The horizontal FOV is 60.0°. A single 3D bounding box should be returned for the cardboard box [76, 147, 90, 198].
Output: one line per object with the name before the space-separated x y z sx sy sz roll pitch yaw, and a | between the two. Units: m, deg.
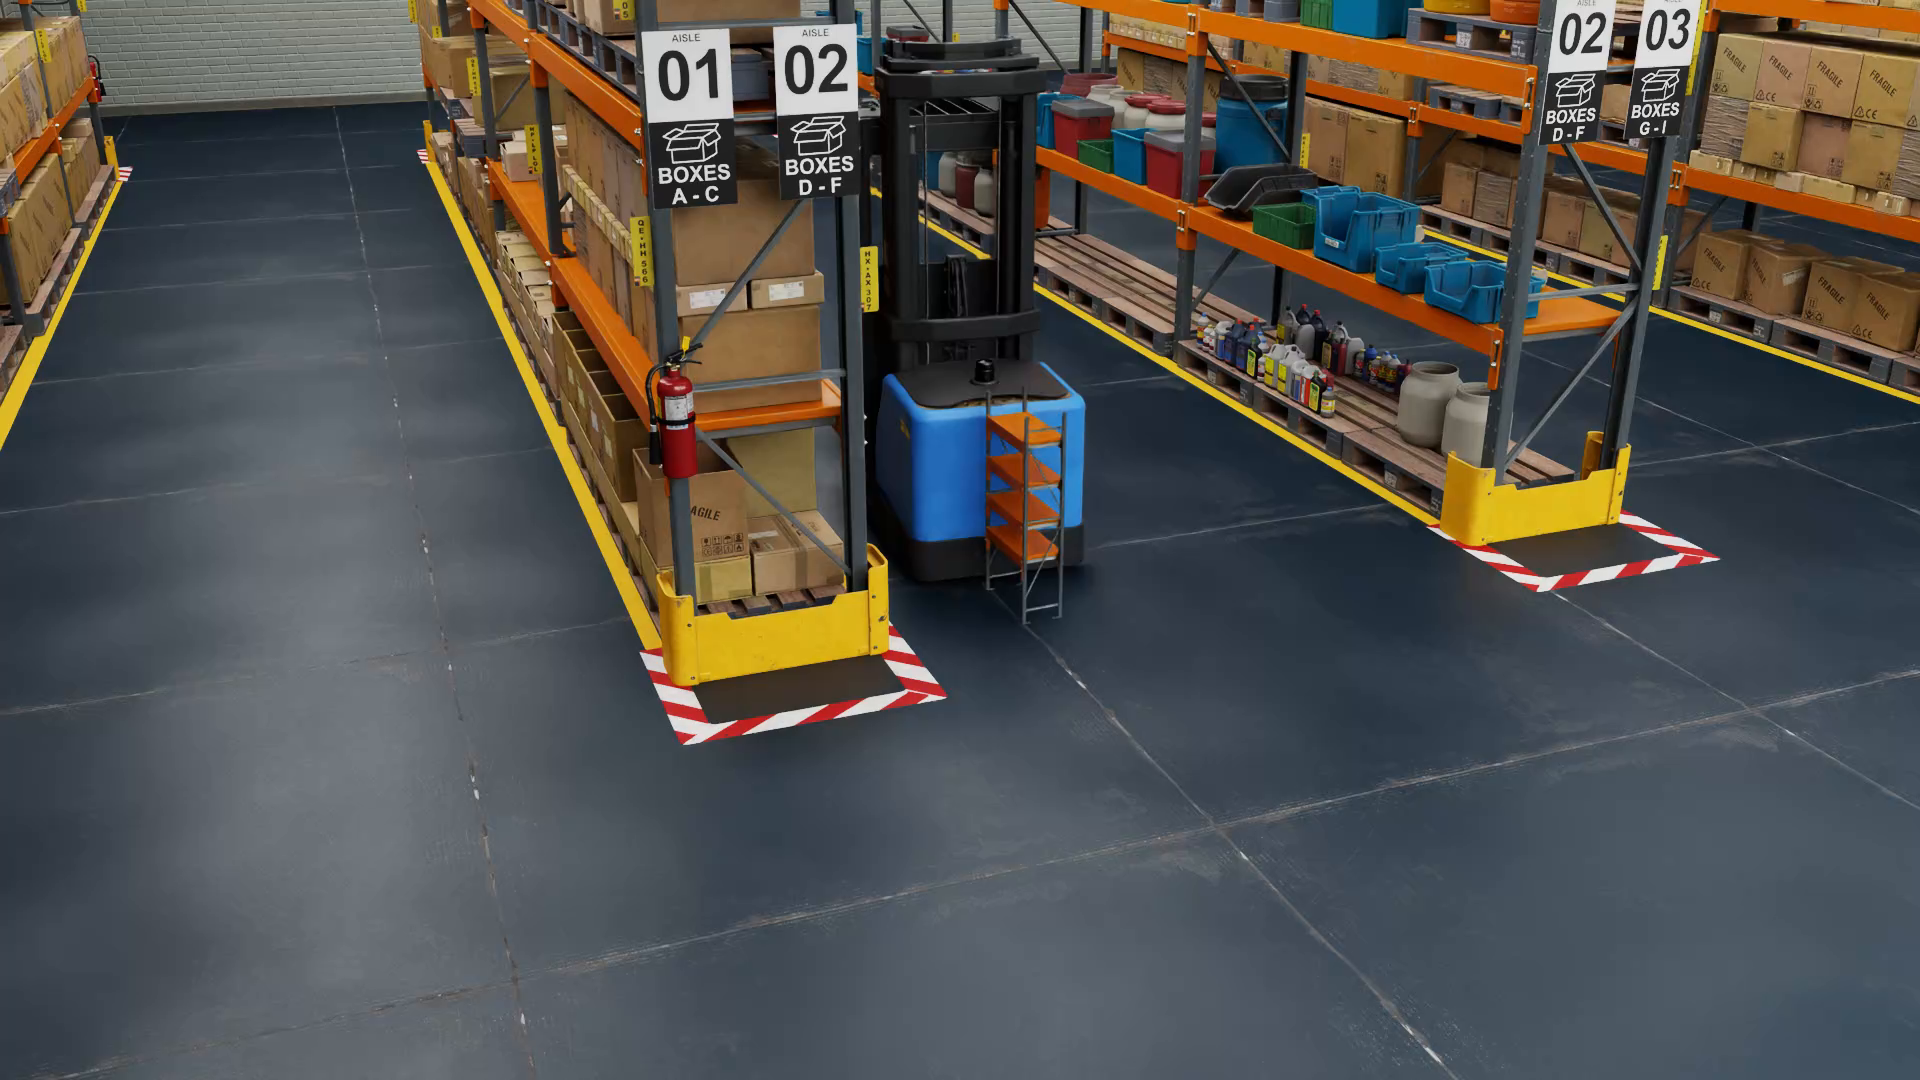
cardboard box | -10.369 -4.156 18.927 0.700 0.500 0.500 -8 24 -18

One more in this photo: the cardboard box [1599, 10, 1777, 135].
cardboard box | 6.732 -4.369 15.441 1.000 1.000 1.000 -8 24 -19

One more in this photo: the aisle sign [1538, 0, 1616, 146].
aisle sign | 3.408 -2.589 9.184 0.394 0.787 0.004 -8 24 -19

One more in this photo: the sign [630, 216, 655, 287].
sign | -1.487 -1.353 7.803 0.100 0.325 0.005 -8 24 -19

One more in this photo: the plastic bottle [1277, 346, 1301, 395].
plastic bottle | 2.427 -1.253 12.204 0.144 0.351 0.185 -7 24 -17

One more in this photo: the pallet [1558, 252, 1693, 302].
pallet | 6.605 -2.589 16.120 1.003 0.211 1.213 -8 24 -19

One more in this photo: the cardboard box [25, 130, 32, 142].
cardboard box | -9.129 -3.894 15.924 0.380 0.149 0.250 -8 24 -19

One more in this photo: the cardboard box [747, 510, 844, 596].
cardboard box | -0.956 0.068 9.225 0.500 0.250 0.500 -8 24 -19

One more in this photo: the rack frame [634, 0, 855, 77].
rack frame | -0.975 -3.544 7.073 1.000 3.000 0.127 -8 24 -19

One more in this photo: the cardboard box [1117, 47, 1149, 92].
cardboard box | 2.943 -6.944 25.059 0.875 0.875 0.875 -8 24 -19

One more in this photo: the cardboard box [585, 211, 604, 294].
cardboard box | -2.033 -1.928 10.834 0.700 0.500 0.500 -9 24 -20

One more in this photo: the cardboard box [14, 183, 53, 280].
cardboard box | -8.874 -2.813 15.289 0.750 0.750 0.750 -8 24 -19

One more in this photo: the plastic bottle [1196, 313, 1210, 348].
plastic bottle | 1.950 -1.681 13.323 0.097 0.271 0.097 0 23 0

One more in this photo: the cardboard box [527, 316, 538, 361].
cardboard box | -3.163 -1.641 13.280 0.500 0.250 0.500 -8 24 -18

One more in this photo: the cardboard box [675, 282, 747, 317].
cardboard box | -1.288 -1.238 8.360 0.380 0.149 0.250 -9 24 -20

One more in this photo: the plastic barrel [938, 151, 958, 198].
plastic barrel | -0.036 -4.191 18.993 0.421 0.512 0.421 0 23 0

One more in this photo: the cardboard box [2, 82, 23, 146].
cardboard box | -8.716 -3.782 14.823 0.500 0.500 0.500 -8 24 -19

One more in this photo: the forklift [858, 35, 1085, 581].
forklift | -0.143 -1.660 10.416 1.130 2.935 3.031 -6 24 -14

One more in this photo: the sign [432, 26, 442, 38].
sign | -5.719 -5.462 18.232 0.100 0.325 0.005 -8 24 -19

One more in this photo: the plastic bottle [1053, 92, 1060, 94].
plastic bottle | 0.984 -4.509 17.247 0.152 0.276 0.135 -8 24 -19

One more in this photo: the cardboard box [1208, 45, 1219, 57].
cardboard box | 3.550 -6.542 22.232 0.380 0.149 0.250 -8 24 -18

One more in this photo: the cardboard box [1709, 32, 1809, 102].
cardboard box | 6.802 -4.037 14.166 0.500 0.500 0.500 -8 24 -19

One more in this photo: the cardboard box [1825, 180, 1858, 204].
cardboard box | 7.218 -2.813 13.385 0.380 0.149 0.250 -8 24 -19

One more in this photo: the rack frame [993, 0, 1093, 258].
rack frame | 0.835 -4.365 16.744 1.000 3.000 0.127 -8 24 -19

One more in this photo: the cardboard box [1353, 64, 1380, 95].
cardboard box | 4.891 -5.418 19.114 0.500 0.500 0.500 -9 24 -19

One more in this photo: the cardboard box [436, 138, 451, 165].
cardboard box | -6.347 -4.929 21.057 0.500 0.250 0.500 -8 24 -19

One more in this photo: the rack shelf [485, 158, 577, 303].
rack shelf | -3.094 -2.628 13.550 1.077 0.370 4.000 -8 24 -19

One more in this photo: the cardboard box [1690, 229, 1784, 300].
cardboard box | 6.985 -2.482 14.954 0.500 0.500 0.500 -9 25 -21

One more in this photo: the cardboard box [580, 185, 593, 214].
cardboard box | -2.198 -2.174 10.583 0.380 0.149 0.250 -9 24 -19

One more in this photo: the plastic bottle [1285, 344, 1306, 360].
plastic bottle | 2.491 -1.315 12.449 0.152 0.276 0.135 -8 24 -19

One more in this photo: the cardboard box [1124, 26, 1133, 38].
cardboard box | 2.642 -7.475 24.447 0.380 0.149 0.250 -9 24 -20

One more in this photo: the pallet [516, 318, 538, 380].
pallet | -3.119 -1.655 13.904 1.003 0.211 1.213 -8 24 -19

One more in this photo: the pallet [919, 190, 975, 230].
pallet | 0.090 -3.803 19.002 1.003 0.211 1.213 -8 24 -19

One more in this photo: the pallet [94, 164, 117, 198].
pallet | -10.904 -4.348 20.294 1.003 0.211 1.213 -8 24 -19

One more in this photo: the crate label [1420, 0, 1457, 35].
crate label | 3.309 -3.497 11.015 0.502 0.251 0.408 -8 24 -19

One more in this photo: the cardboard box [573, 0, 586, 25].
cardboard box | -1.824 -2.963 8.951 0.500 0.311 0.500 -5 23 -13

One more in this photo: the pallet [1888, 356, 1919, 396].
pallet | 8.014 -1.180 12.779 1.003 0.211 1.213 -8 24 -19

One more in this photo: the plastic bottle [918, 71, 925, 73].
plastic bottle | -0.444 -5.204 18.895 0.152 0.276 0.135 -8 24 -19

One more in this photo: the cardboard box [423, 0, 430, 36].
cardboard box | -6.173 -6.347 20.031 0.500 0.500 0.500 -9 24 -19

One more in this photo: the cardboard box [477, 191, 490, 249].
cardboard box | -4.533 -3.233 16.711 0.500 0.500 0.500 -9 25 -21

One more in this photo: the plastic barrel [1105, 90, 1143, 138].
plastic barrel | 1.547 -3.919 15.542 0.421 0.512 0.421 0 23 0

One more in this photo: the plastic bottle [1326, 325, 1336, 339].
plastic bottle | 2.909 -1.545 12.984 0.061 0.283 0.133 -7 24 -15

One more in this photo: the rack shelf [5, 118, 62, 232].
rack shelf | -9.140 -3.401 15.383 1.077 0.370 4.000 -8 24 -19

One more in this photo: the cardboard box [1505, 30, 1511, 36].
cardboard box | 8.153 -7.385 24.232 0.380 0.149 0.250 -9 24 -20

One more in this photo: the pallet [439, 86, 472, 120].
pallet | -5.034 -4.746 17.896 1.003 0.211 1.213 -8 24 -19

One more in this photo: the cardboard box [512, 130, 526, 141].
cardboard box | -3.713 -3.507 14.824 0.500 0.311 0.500 -7 24 -16

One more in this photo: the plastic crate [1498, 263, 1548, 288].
plastic crate | 3.646 -1.706 10.775 0.298 0.136 0.250 -8 24 -19

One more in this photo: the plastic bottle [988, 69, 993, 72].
plastic bottle | 0.347 -5.037 18.401 0.144 0.351 0.185 -8 24 -19

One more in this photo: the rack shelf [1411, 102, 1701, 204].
rack shelf | 6.175 -3.986 16.772 1.077 0.370 4.000 -8 24 -19

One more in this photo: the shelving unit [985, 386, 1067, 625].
shelving unit | 0.354 -0.192 9.160 0.258 1.200 0.503 -9 25 -21

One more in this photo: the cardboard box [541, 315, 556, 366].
cardboard box | -2.799 -1.526 12.286 0.500 0.311 0.500 -8 24 -19
